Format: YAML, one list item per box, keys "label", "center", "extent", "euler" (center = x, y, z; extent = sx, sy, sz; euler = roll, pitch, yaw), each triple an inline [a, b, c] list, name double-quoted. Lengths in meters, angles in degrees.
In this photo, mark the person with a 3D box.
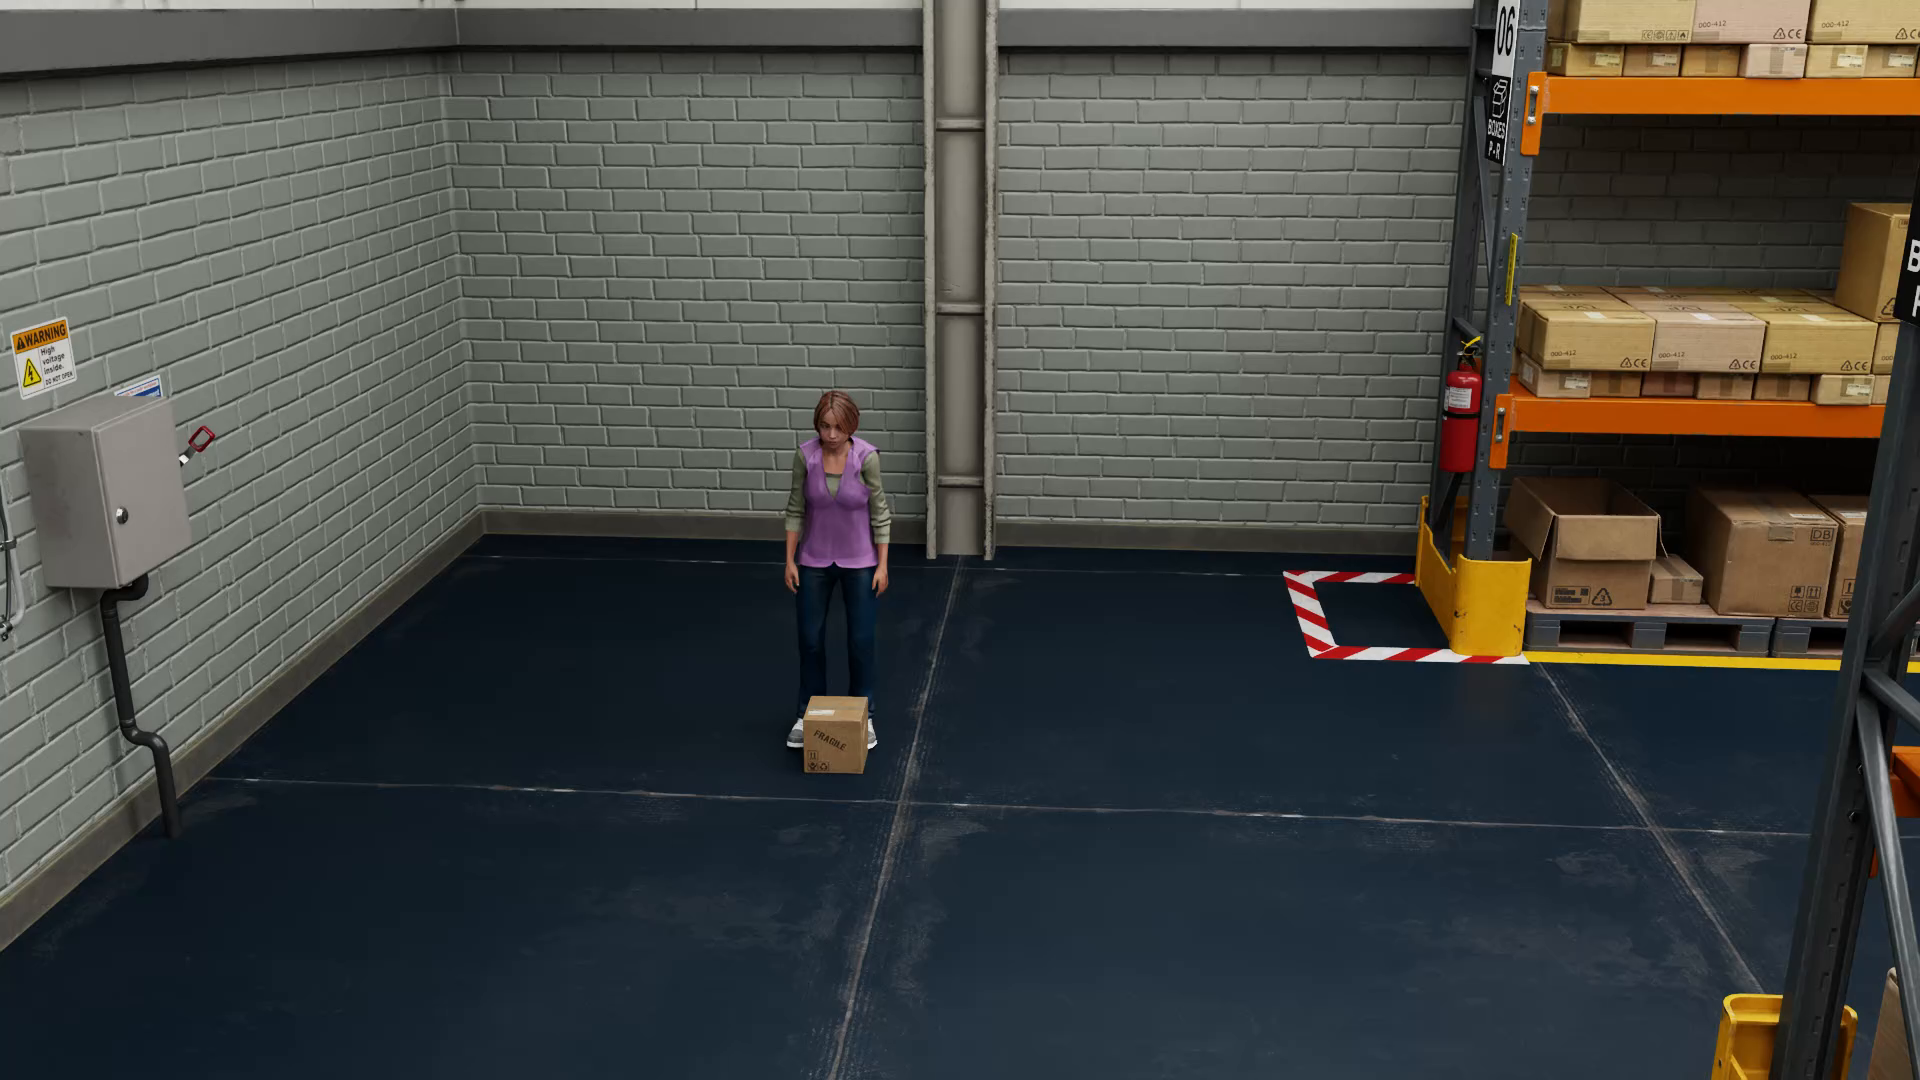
- label: "person"
  center: [-0.527, 0.124, 7.184]
  extent: [0.460, 1.592, 0.344]
  euler: [1, 18, 4]
